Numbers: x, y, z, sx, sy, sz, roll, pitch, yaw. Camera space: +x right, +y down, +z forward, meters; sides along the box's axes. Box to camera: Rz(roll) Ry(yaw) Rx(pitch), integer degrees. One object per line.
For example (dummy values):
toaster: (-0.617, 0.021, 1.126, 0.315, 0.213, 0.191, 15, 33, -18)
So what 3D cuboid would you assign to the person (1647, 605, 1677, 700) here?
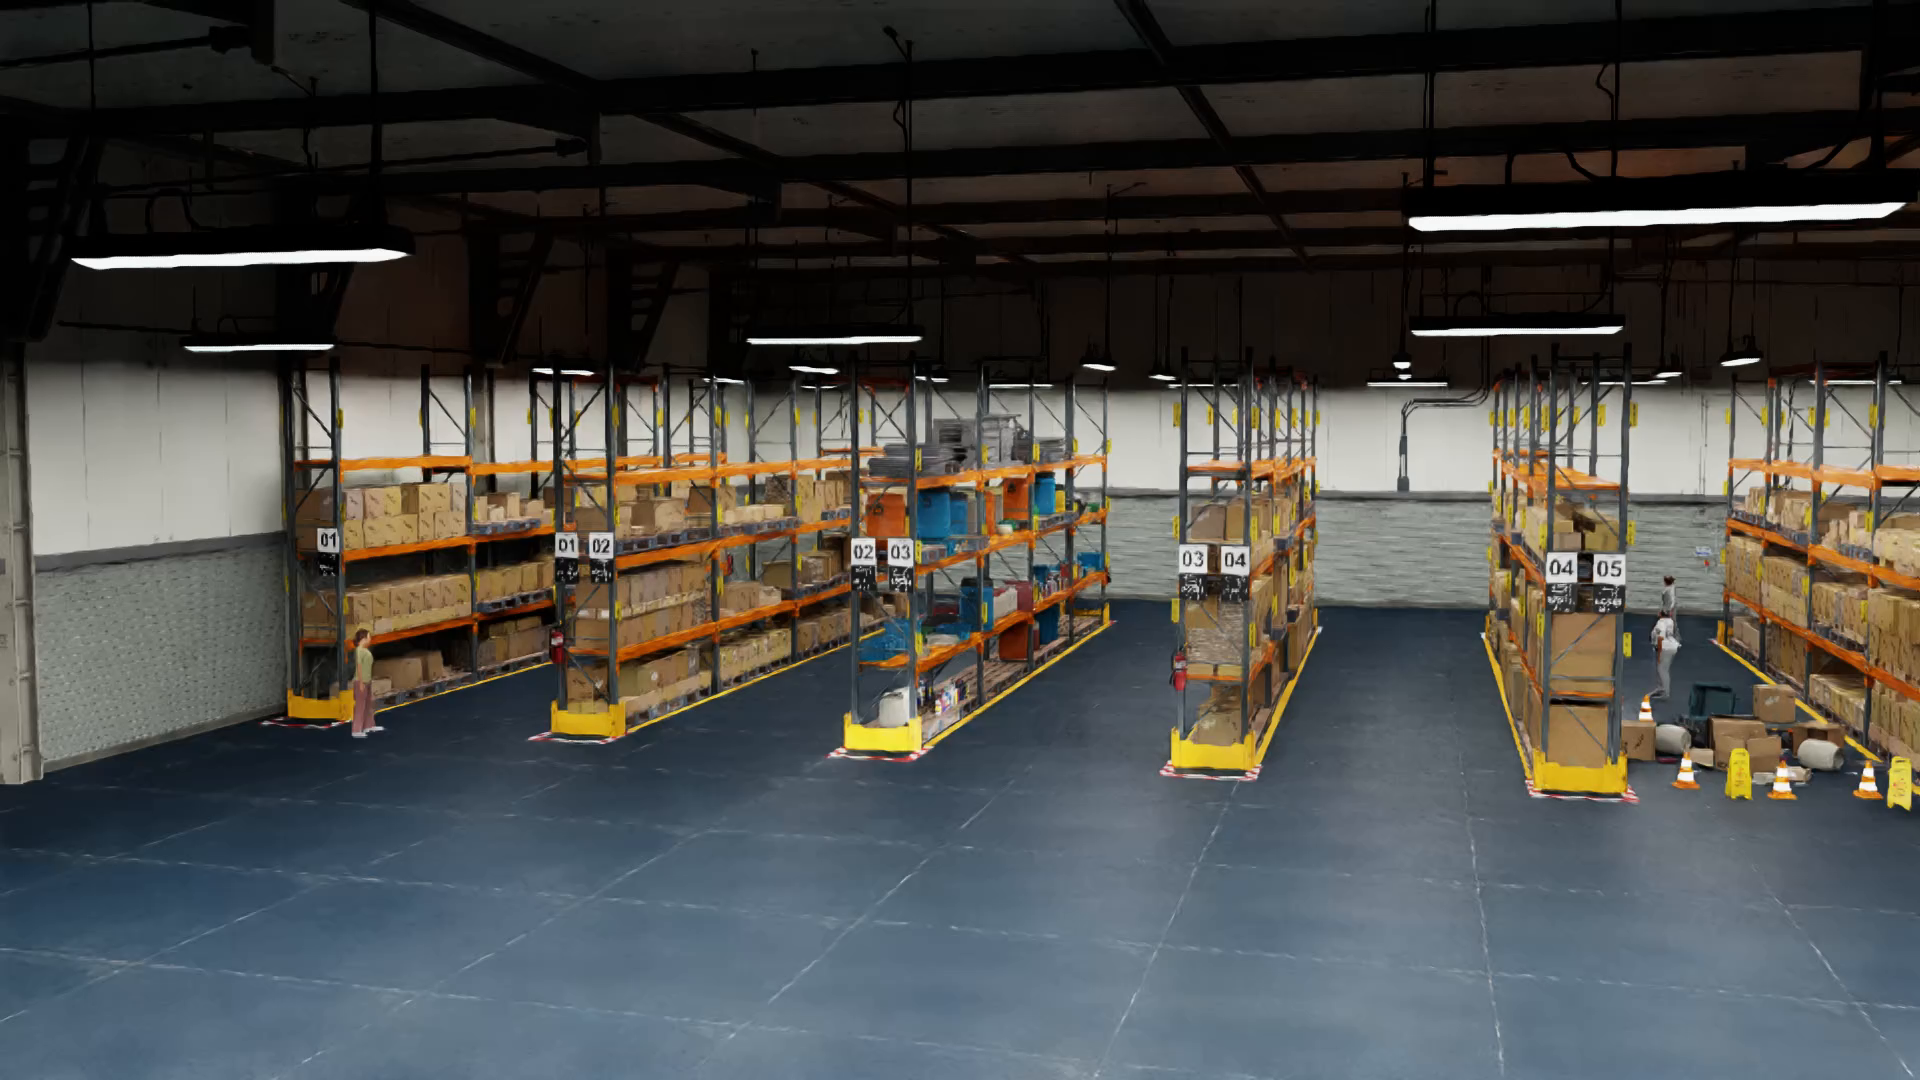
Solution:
person: (12.488, 1.990, 29.615, 0.481, 1.666, 0.520, 4, 6, 44)

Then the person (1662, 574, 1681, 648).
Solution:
person: (15.495, 1.559, 36.282, 0.463, 1.552, 0.528, 1, 4, 8)

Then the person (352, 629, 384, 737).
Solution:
person: (-9.339, 2.230, 26.154, 0.454, 1.679, 0.539, -1, 4, -12)

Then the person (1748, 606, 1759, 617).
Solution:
person: (19.027, 1.236, 39.891, 0.490, 1.659, 0.557, -1, 4, -18)
